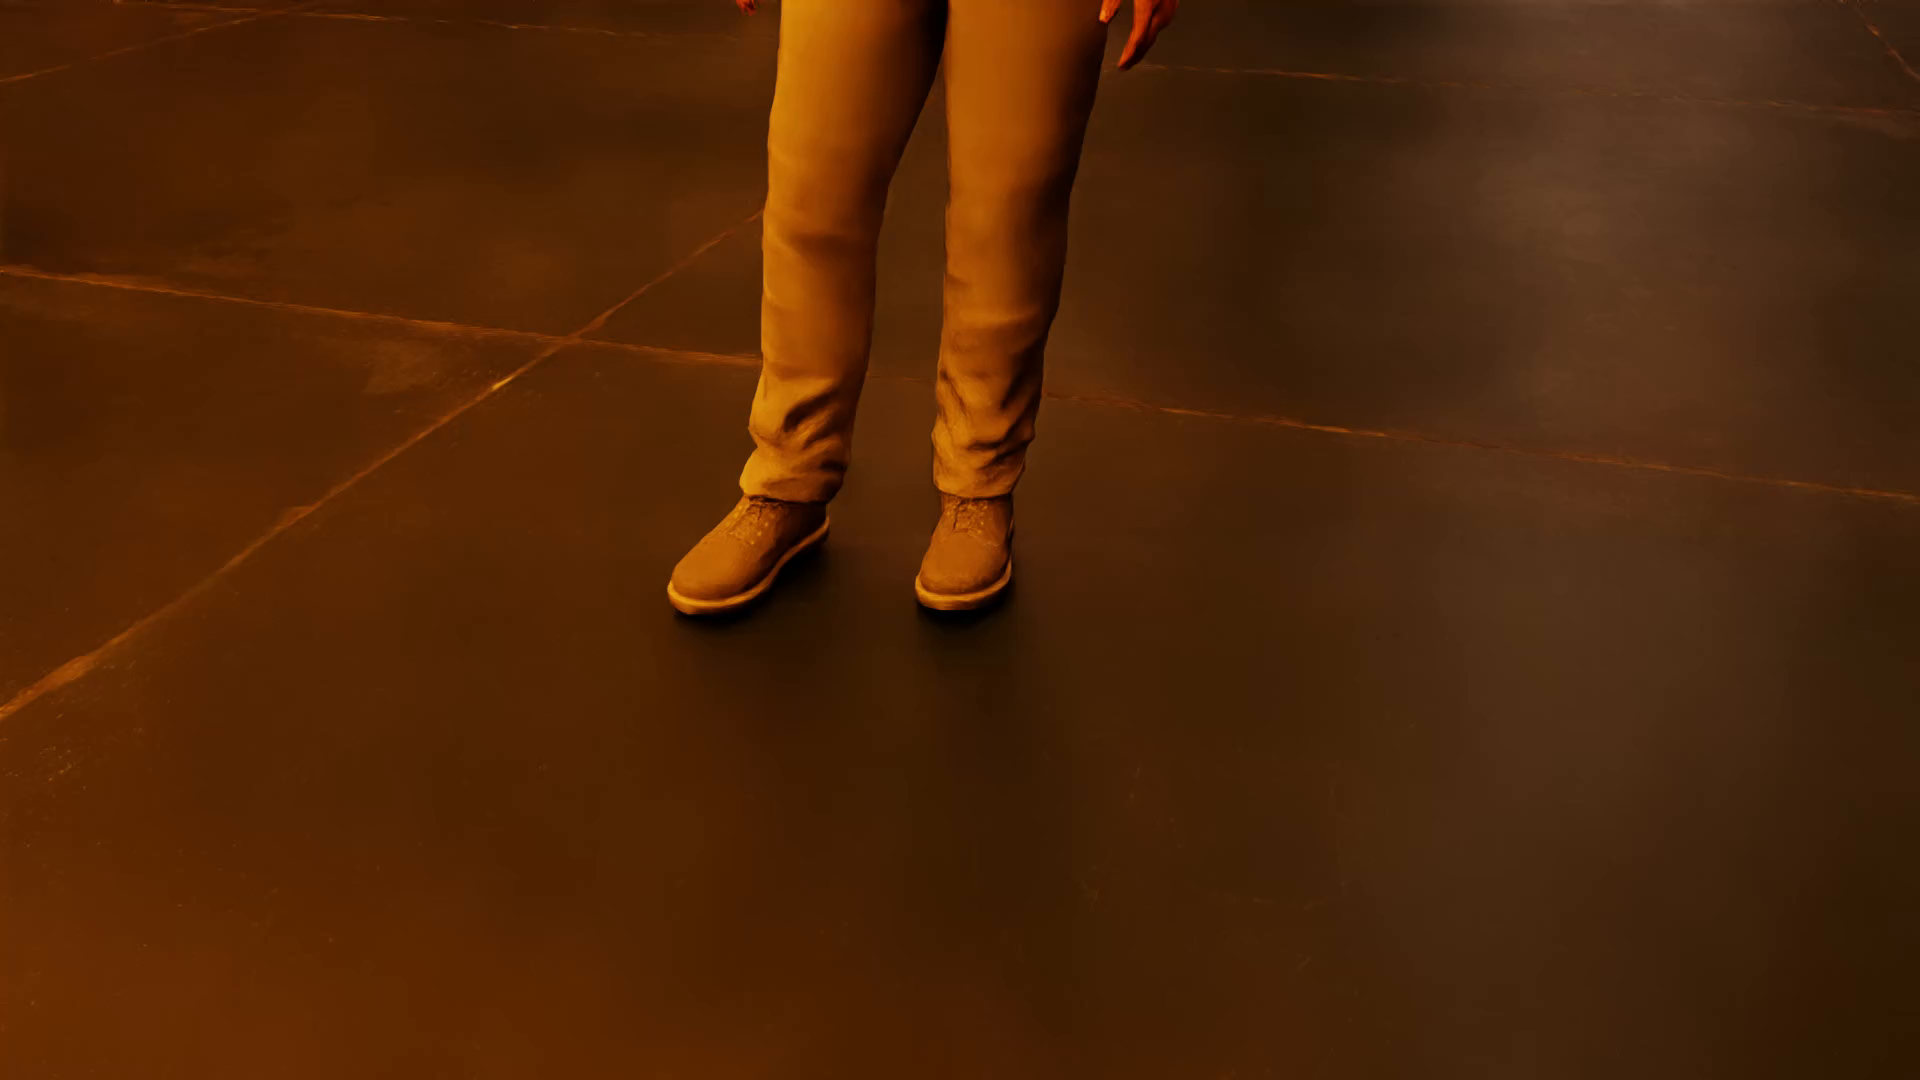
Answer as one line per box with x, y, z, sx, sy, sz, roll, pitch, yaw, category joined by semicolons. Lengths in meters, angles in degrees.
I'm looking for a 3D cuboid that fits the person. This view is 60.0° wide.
-0.035;-0.768;2.029;0.640;1.778;0.574;8;28;16;person
